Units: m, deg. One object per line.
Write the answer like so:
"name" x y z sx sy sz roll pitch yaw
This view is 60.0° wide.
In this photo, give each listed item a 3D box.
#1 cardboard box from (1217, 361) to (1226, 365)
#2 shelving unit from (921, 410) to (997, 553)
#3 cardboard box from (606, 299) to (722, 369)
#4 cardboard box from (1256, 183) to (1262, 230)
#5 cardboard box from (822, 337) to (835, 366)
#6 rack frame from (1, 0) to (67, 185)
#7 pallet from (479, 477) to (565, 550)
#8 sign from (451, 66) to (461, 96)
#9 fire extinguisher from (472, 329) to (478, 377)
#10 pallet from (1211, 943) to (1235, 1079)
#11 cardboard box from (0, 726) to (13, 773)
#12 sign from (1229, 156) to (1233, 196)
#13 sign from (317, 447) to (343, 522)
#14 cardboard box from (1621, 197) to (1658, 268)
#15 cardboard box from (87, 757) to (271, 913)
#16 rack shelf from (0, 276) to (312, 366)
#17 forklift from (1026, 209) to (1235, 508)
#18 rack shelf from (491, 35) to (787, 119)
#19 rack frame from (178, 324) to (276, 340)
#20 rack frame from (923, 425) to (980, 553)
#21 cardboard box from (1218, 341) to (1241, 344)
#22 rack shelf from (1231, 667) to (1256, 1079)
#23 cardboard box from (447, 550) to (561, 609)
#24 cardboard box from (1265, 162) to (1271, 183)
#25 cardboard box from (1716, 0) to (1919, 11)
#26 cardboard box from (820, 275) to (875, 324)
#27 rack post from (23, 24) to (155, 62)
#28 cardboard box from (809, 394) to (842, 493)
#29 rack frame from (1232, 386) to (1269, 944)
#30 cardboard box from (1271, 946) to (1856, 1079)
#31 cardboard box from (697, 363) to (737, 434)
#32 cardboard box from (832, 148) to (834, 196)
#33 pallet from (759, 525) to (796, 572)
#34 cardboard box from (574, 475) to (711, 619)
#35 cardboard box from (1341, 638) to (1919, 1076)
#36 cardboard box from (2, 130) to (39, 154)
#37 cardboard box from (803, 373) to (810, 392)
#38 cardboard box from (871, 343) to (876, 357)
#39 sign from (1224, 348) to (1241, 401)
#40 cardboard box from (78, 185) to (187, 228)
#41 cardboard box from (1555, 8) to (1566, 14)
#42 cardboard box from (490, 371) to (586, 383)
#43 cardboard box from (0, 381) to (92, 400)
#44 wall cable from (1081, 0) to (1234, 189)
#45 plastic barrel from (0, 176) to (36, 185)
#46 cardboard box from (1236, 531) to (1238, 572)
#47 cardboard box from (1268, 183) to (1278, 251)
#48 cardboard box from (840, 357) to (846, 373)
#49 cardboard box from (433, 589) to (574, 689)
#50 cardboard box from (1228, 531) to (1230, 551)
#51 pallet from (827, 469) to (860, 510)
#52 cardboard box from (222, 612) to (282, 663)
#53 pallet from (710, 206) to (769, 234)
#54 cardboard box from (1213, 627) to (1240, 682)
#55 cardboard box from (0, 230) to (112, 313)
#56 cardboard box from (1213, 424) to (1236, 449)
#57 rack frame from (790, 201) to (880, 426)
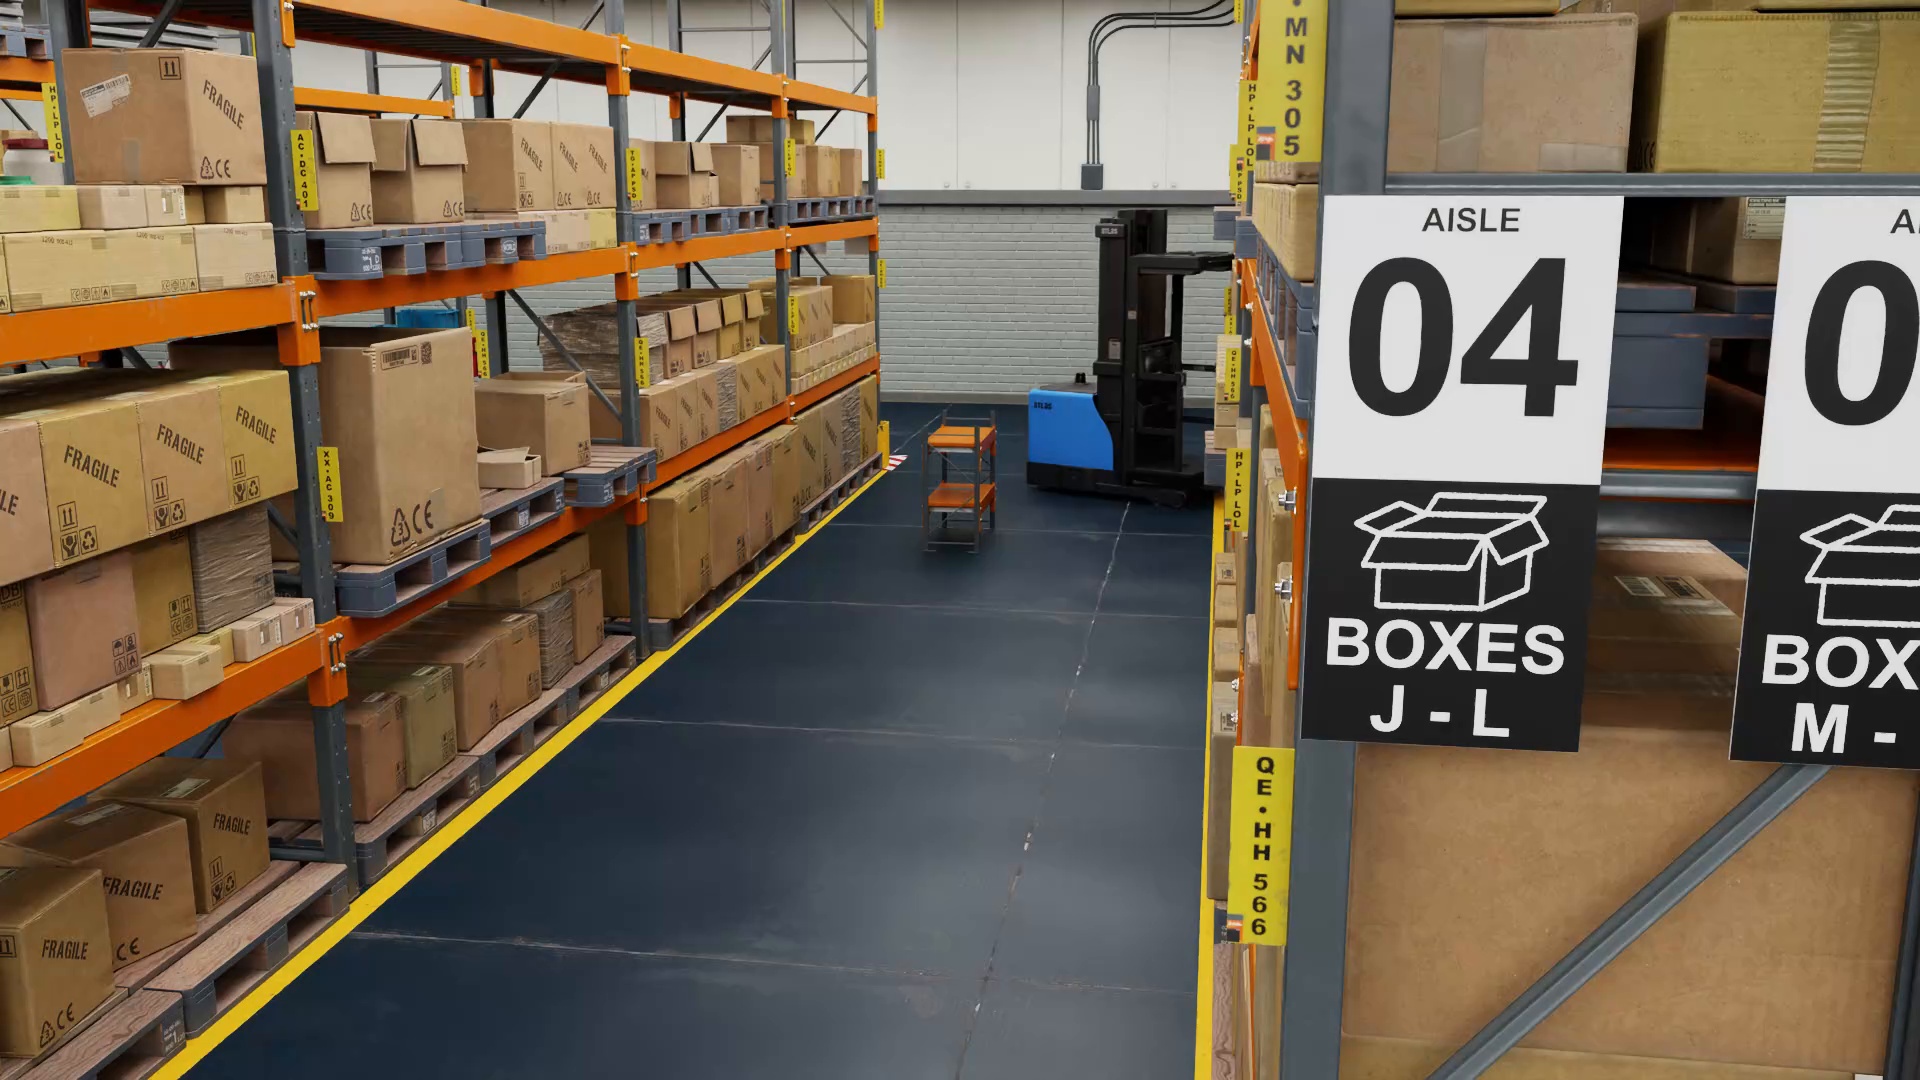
"cardboard box" 2.020 -1.186 11.822 0.380 0.149 0.250 2 12 9
"shelving unit" 0.001 -0.551 15.138 0.538 1.125 1.048 2 12 9
"cardboard box" -2.321 -1.632 13.083 0.797 0.503 0.637 2 12 10
"cardboard box" 1.113 -1.026 5.132 0.380 0.149 0.250 2 12 8
"cardboard box" -1.548 -1.871 16.461 0.500 0.250 0.500 2 12 10
"rack frame" -11.207 -5.585 19.806 1.000 3.000 0.127 2 12 9
"pallet" -2.913 -0.158 9.319 1.003 0.211 1.213 2 12 9
"sign" -5.767 -5.252 19.024 0.100 0.325 0.005 2 12 9
"fire extinguisher" -5.841 -2.288 19.814 0.296 0.674 0.183 2 12 9
"pallet" 1.427 1.868 6.081 1.003 0.211 1.213 2 12 9
"cardboard box" -3.366 0.706 5.452 0.380 0.149 0.250 2 12 9
"sign" 2.314 -3.051 13.942 0.100 0.325 0.005 2 12 9
"sign" -2.727 -0.240 7.188 0.100 0.325 0.005 2 12 9
"cardboard box" 1.453 -0.582 3.074 0.380 0.149 0.250 2 12 9
"cardboard box" -3.366 1.266 7.193 0.500 0.500 0.500 1 12 7
"rack shelf" -3.572 -0.531 5.182 1.077 0.370 4.000 2 12 9
"forklift" 2.227 -1.885 17.040 3.031 2.935 1.130 8 14 31
"rack shelf" -2.342 -3.467 12.635 1.077 0.370 4.000 2 12 9
"rack frame" -6.928 -1.659 15.826 1.000 3.000 0.127 2 12 9
"rack frame" -0.077 -0.445 14.647 0.500 1.125 0.032 2 12 9
"cardboard box" 2.257 -1.511 13.329 0.380 0.149 0.250 2 12 9
"rack shelf" 1.313 1.117 4.654 1.077 0.370 4.000 2 12 9
"cardboard box" -2.794 0.226 10.190 0.500 0.250 0.500 3 13 15
"cardboard box" 1.039 -1.035 4.230 0.500 0.250 0.500 2 12 9
"cardboard box" 1.372 -0.865 2.493 0.380 0.149 0.250 2 12 9
"cardboard box" -1.234 -2.659 18.340 0.500 0.500 0.500 2 12 9
"rack post" -7.114 -3.921 13.272 0.937 0.300 0.954 3 13 15
"cardboard box" -1.715 -0.987 16.756 0.875 0.875 0.875 2 12 9
"rack frame" 1.621 0.349 6.510 1.000 3.000 0.127 2 12 9
"cardboard box" 1.018 1.030 2.996 0.875 0.550 0.550 2 12 9
"cardboard box" -2.074 -1.125 13.112 0.500 0.500 0.500 2 12 9
"cardboard box" -1.683 -3.768 17.021 0.700 0.500 0.500 1 12 5
"pallet" -2.078 0.028 14.618 1.003 0.211 1.213 2 12 9
"cardboard box" -2.523 0.025 12.061 1.225 0.875 0.875 1 12 6
"cardboard box" 1.101 0.505 2.870 0.875 0.550 0.550 2 12 9
"cardboard box" -11.270 -4.549 19.507 0.700 0.500 0.500 2 12 9
"cardboard box" -1.620 -1.481 15.597 0.380 0.149 0.250 1 12 7
"cardboard box" -1.148 -2.123 18.578 0.380 0.149 0.250 2 12 10
"sign" 1.698 -1.027 10.333 0.100 0.325 0.005 2 12 9
"cardboard box" -3.113 -1.236 6.155 0.380 0.149 0.250 1 12 6
"cardboard box" 1.607 -1.183 3.968 0.380 0.149 0.250 2 12 9
"cardboard box" -2.693 -0.806 10.635 0.500 0.500 0.500 0 12 2
"cardboard box" -3.660 -0.326 6.327 0.500 0.500 0.500 2 12 9
"wall cable" 2.856 -7.901 22.918 2.277 5.999 0.120 2 12 9
"plastic barrel" -7.153 -2.635 12.607 0.294 0.245 0.294 0 12 0
"cardboard box" 1.592 -0.028 8.020 0.500 0.500 0.500 2 12 9
"cardboard box" 0.879 -0.708 3.658 0.380 0.149 0.250 2 12 8
"cardboard box" -1.384 -1.805 17.101 0.380 0.149 0.250 2 12 10
"cardboard box" -2.805 0.597 10.247 0.700 0.500 0.500 1 12 4
"cardboard box" 2.149 -0.090 11.704 0.500 0.250 0.500 2 12 9
"pallet" -1.655 -0.545 17.280 1.003 0.211 1.213 2 12 9
"cardboard box" -3.055 0.396 6.888 0.380 0.149 0.250 2 12 9
"pallet" -2.126 -2.678 13.892 0.805 0.209 1.217 1 12 6
"cardboard box" 1.780 0.911 8.248 1.050 0.750 0.750 2 12 9
"cardboard box" -3.240 -0.908 5.578 0.500 0.250 0.500 2 12 8
"cardboard box" 1.858 -0.684 10.902 0.380 0.149 0.250 2 12 10
"rack frame" -1.419 -2.331 18.945 1.000 3.000 0.127 2 12 9
